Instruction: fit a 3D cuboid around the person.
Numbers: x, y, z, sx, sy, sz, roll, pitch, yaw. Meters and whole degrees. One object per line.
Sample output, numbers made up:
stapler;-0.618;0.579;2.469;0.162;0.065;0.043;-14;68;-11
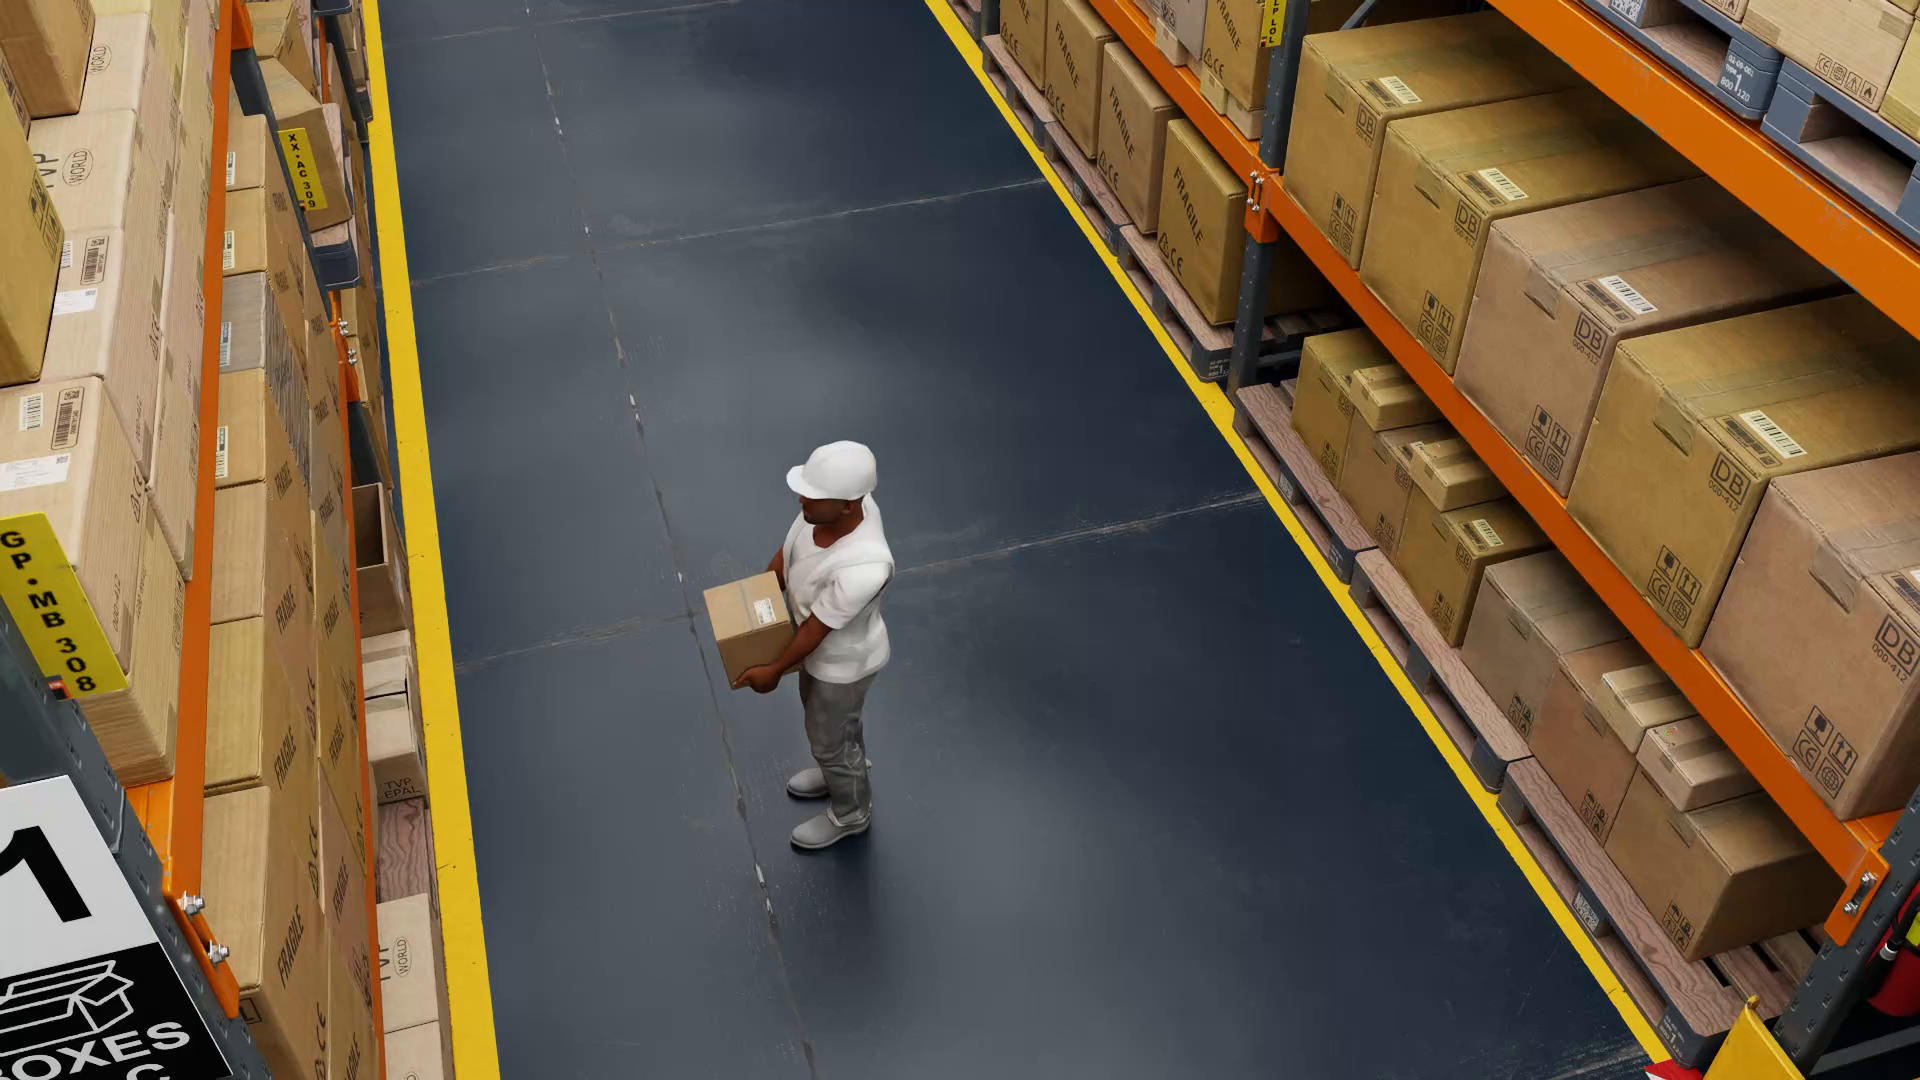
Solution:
person;-0.516;0.388;5.714;0.569;1.761;0.504;-11;43;-12
